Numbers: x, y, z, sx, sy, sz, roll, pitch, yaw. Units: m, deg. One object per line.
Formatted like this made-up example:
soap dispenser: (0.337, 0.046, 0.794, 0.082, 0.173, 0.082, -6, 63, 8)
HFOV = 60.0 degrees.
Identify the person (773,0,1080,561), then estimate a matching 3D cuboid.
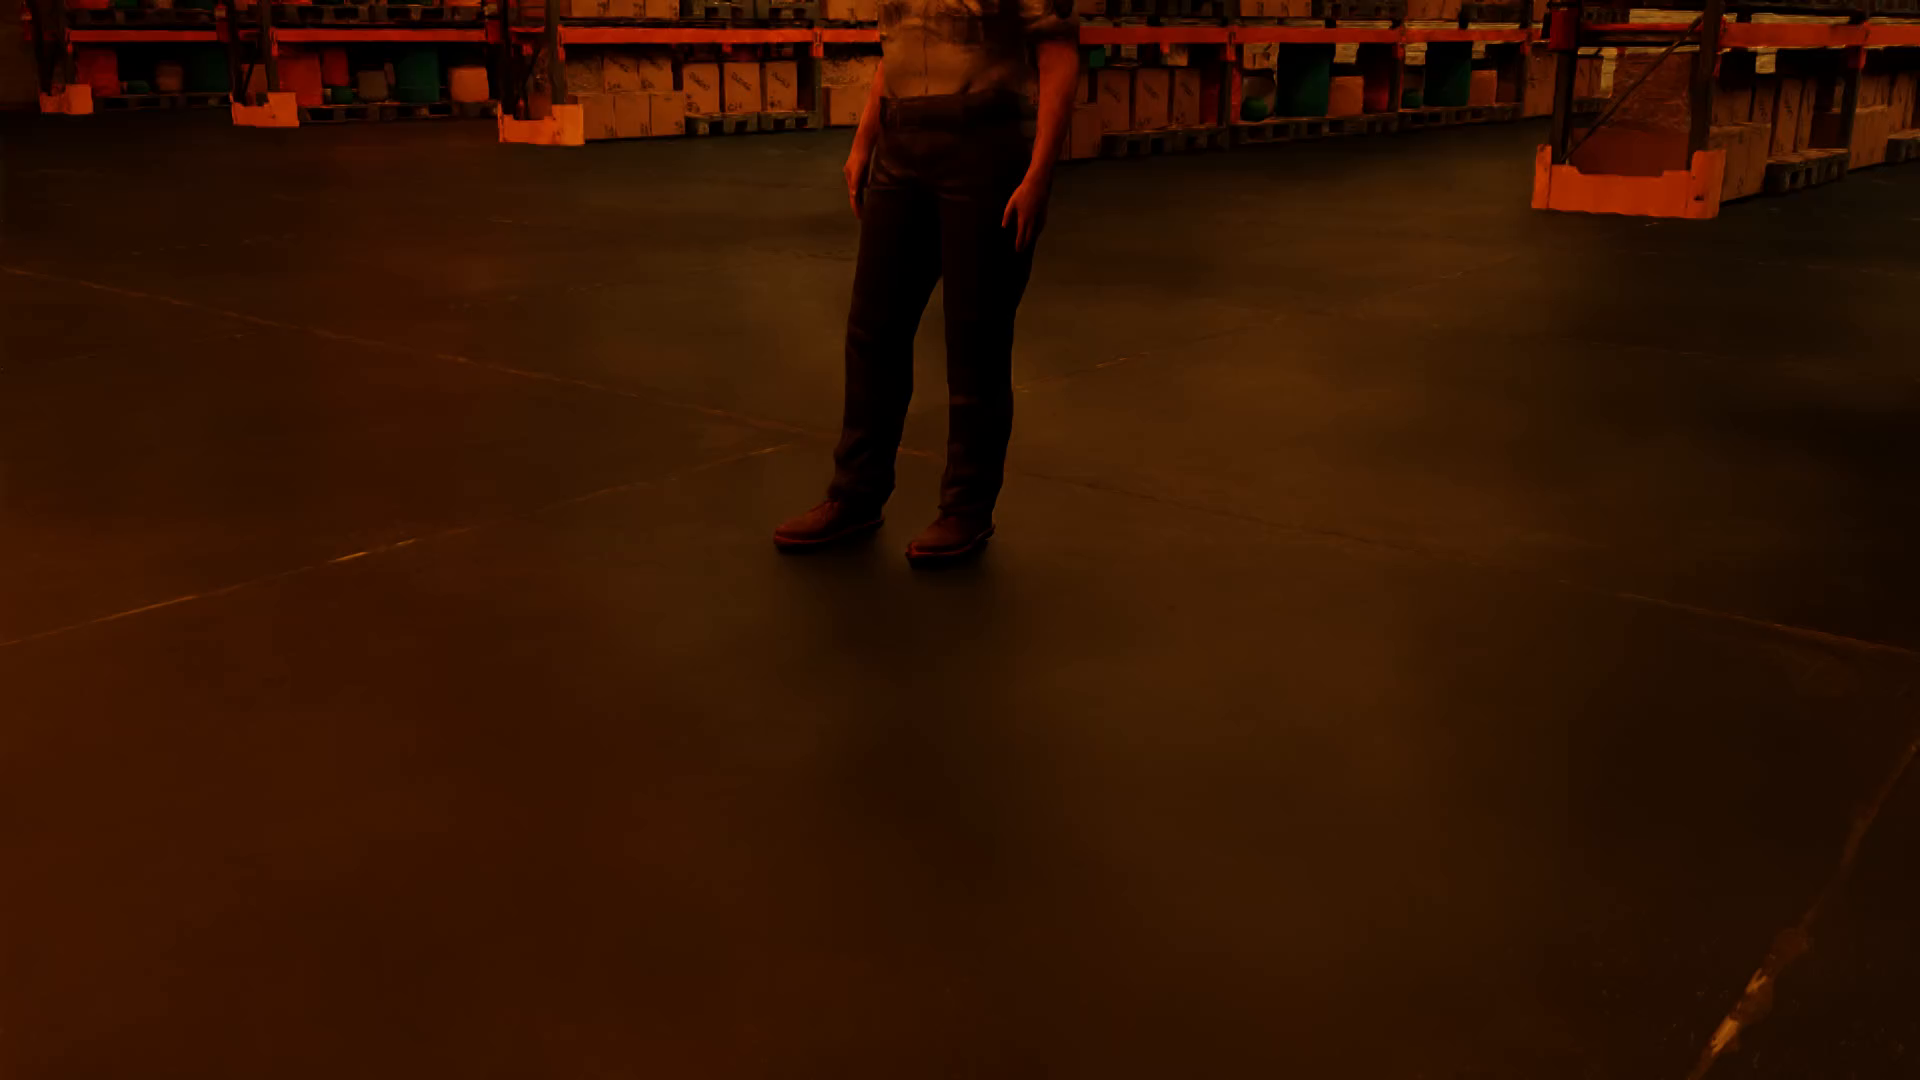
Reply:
person: (-0.075, -0.773, 3.649, 0.599, 1.637, 0.501, 13, 21, 37)
